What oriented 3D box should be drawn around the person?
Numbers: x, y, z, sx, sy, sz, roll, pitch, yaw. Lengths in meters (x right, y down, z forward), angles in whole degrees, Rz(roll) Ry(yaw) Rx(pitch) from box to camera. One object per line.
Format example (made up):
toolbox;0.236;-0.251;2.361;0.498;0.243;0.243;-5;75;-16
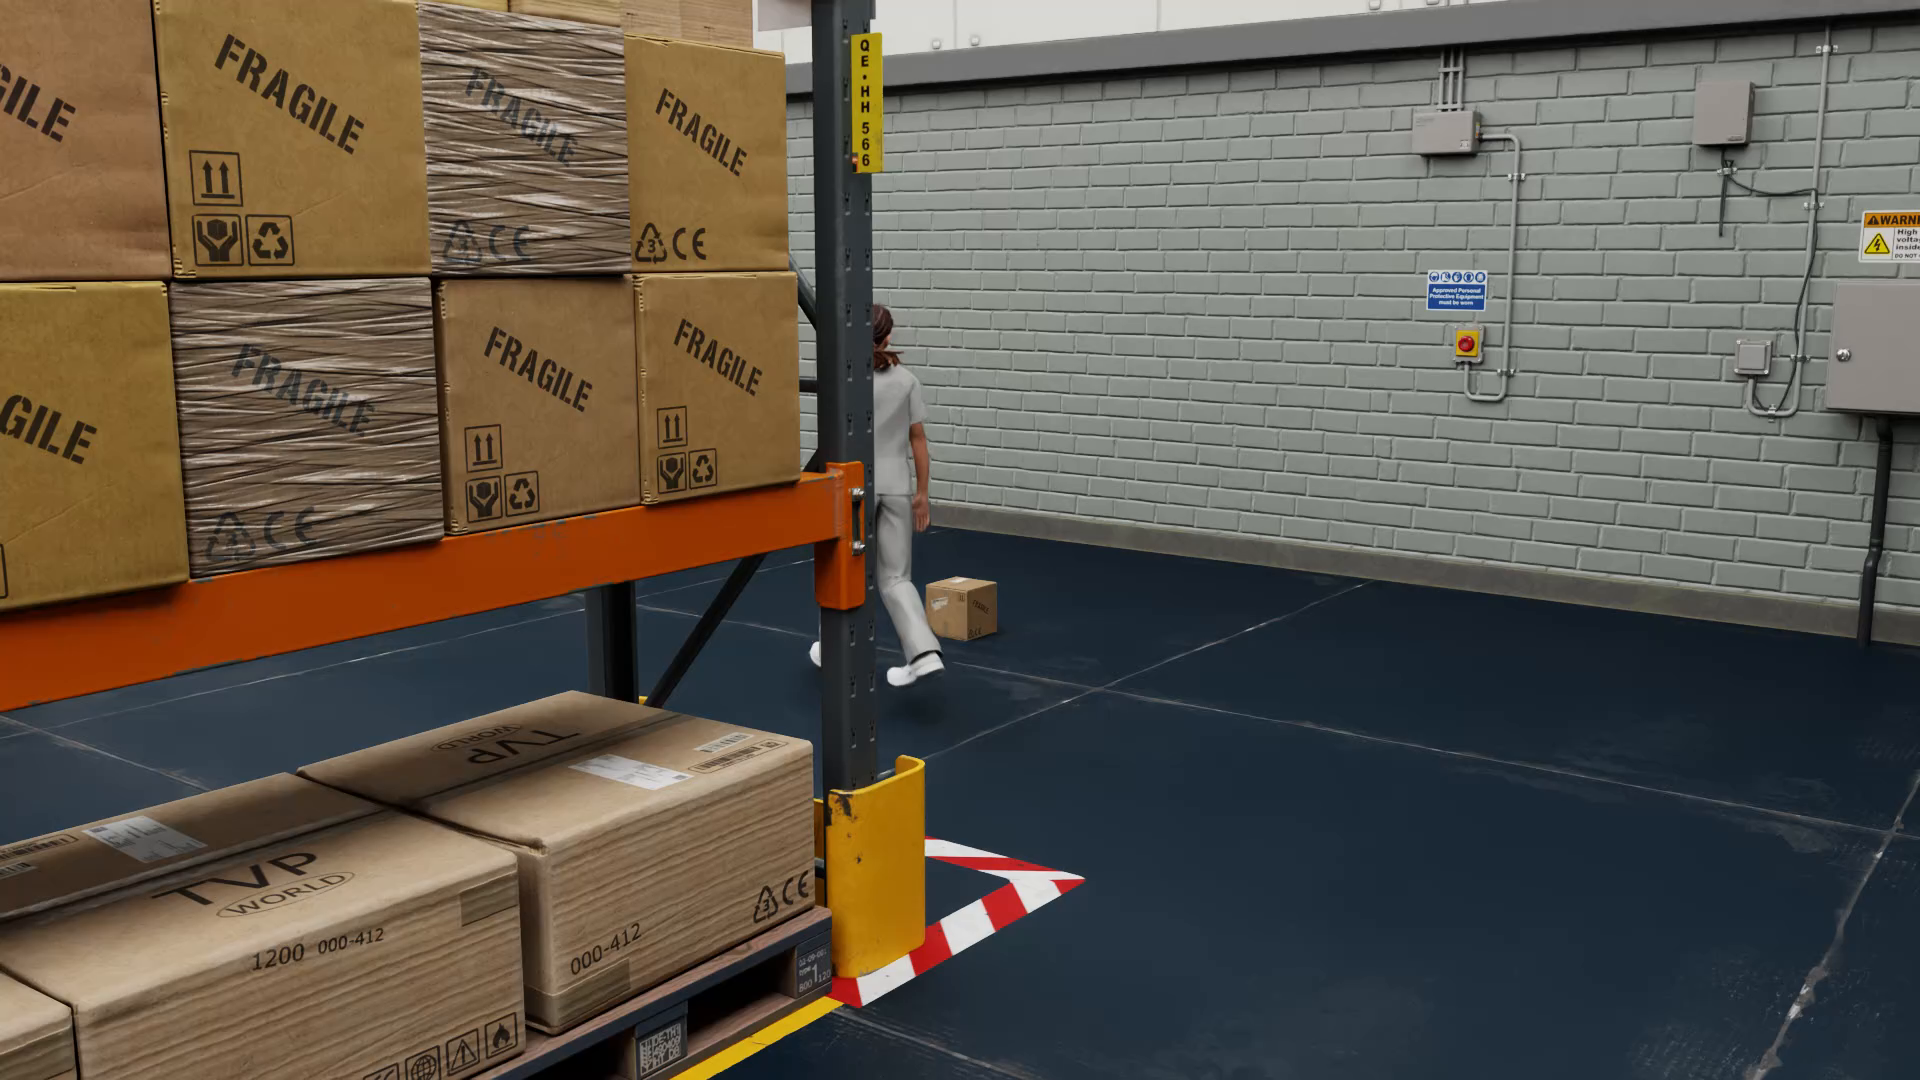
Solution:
person;-0.371;-0.171;6.946;0.534;1.631;0.991;-4;11;-24
